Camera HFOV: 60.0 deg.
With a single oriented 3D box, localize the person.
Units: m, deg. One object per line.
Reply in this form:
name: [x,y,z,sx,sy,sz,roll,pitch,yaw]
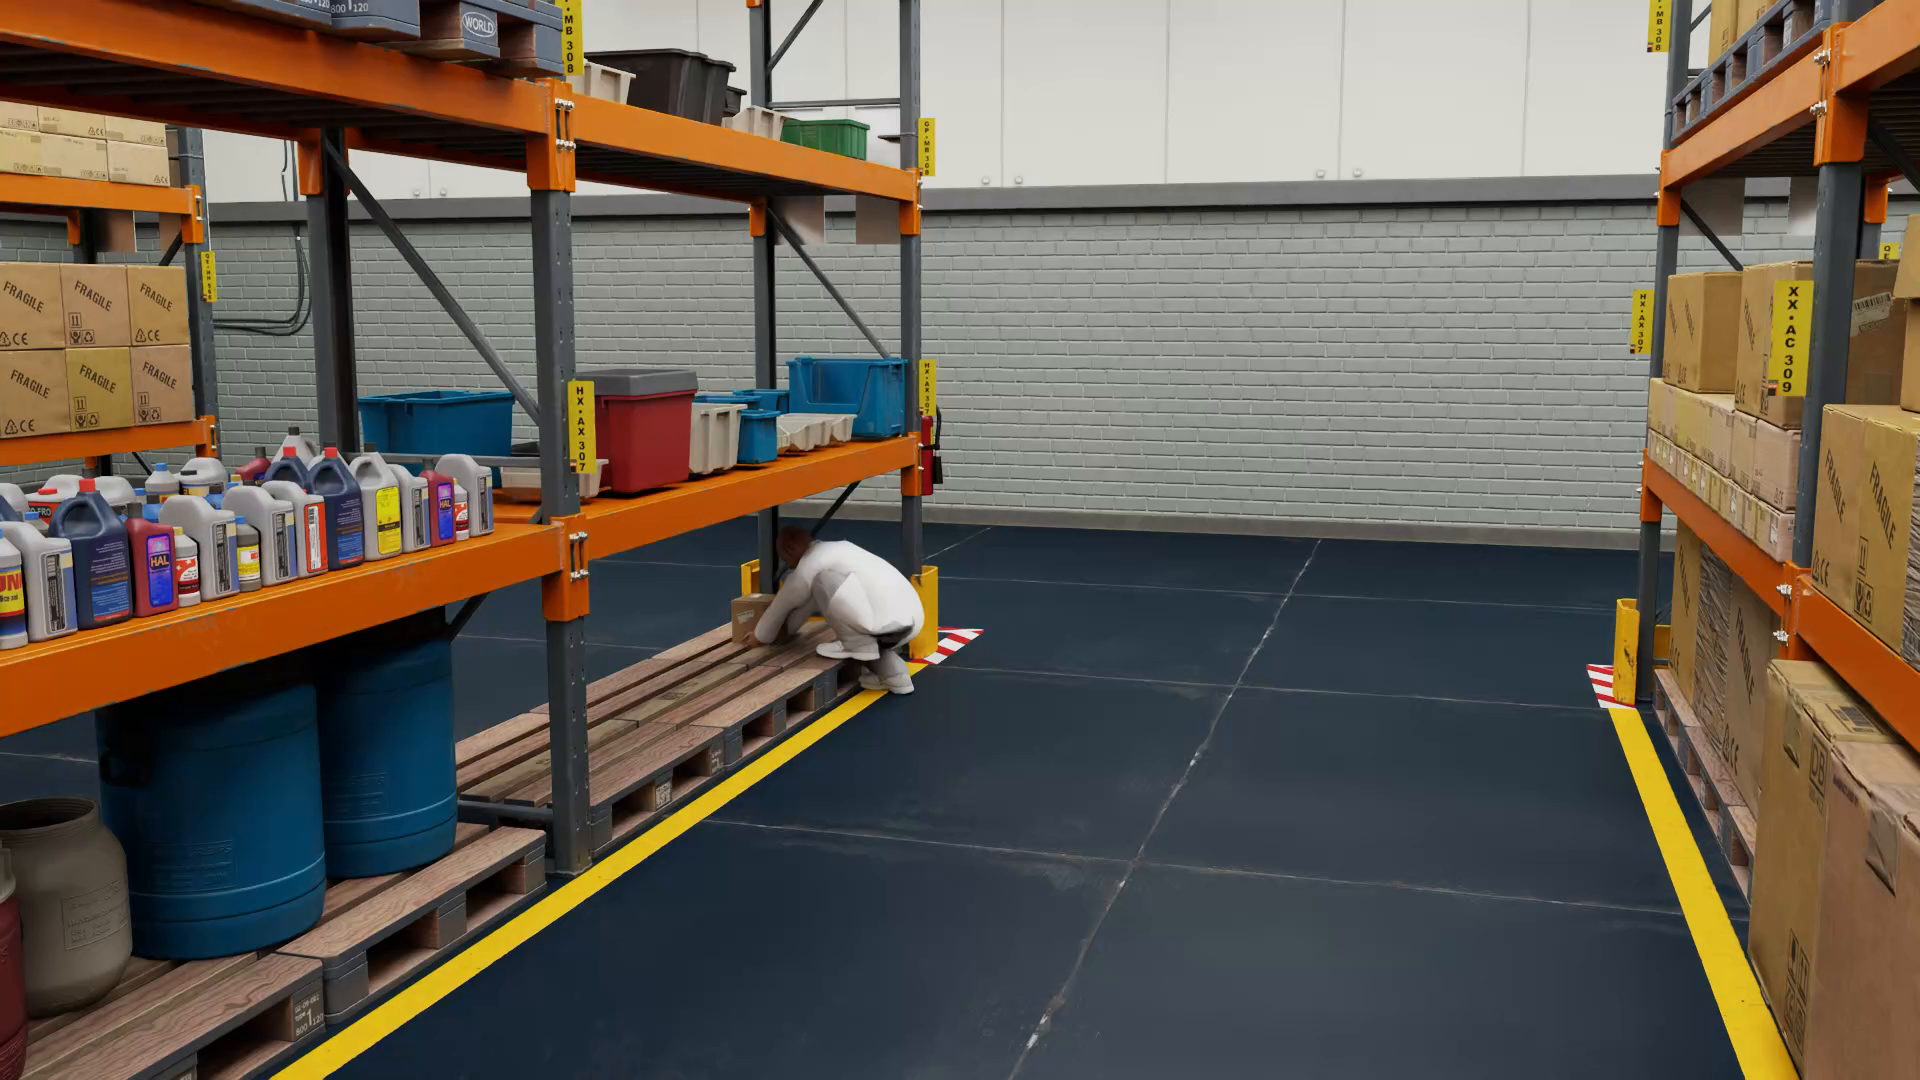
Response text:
person: [-0.710,0.368,8.962,1.131,0.889,0.591,5,10,33]
